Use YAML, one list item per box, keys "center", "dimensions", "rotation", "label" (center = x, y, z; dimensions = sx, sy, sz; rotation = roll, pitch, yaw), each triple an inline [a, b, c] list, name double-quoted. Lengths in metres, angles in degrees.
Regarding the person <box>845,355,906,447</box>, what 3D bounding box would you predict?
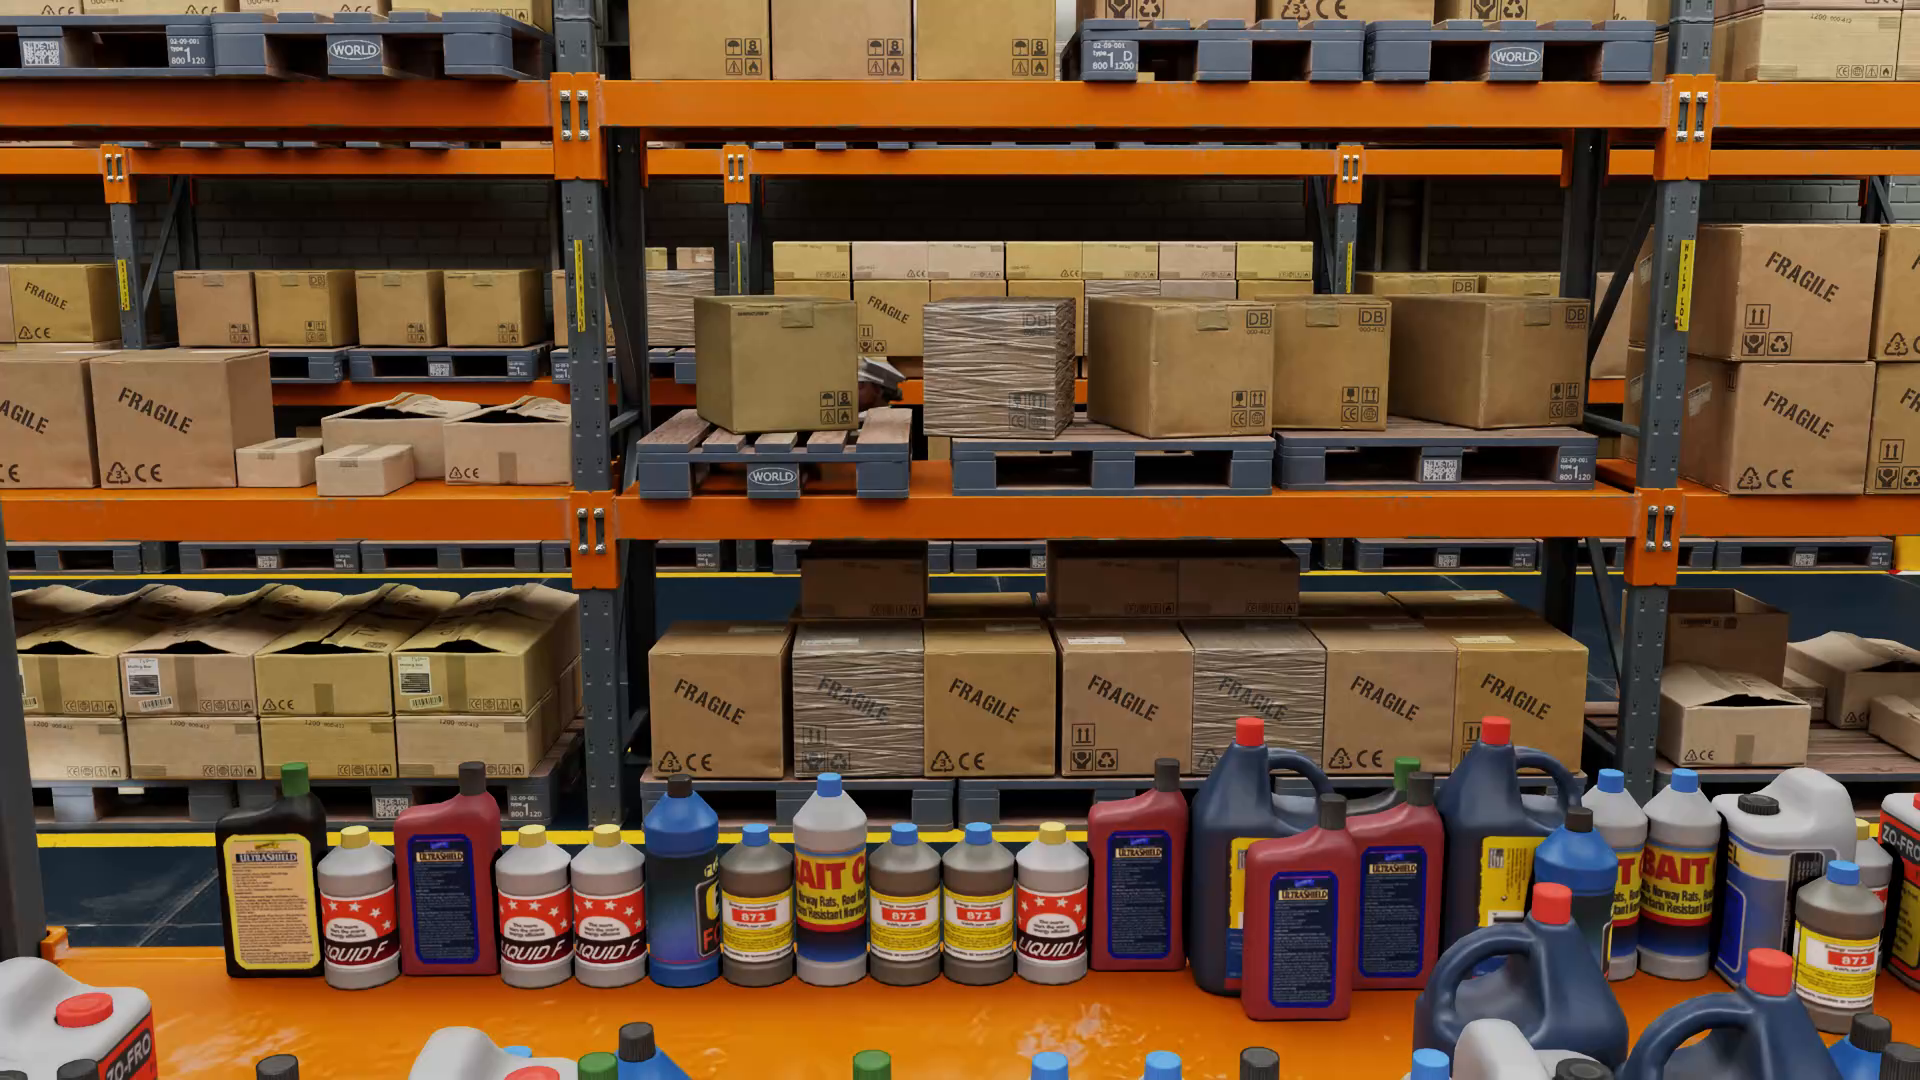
- center: [-0.520, -0.070, 8.234]
  dimensions: [0.514, 1.690, 0.450]
  rotation: [0, 10, -2]
  label: "person"
